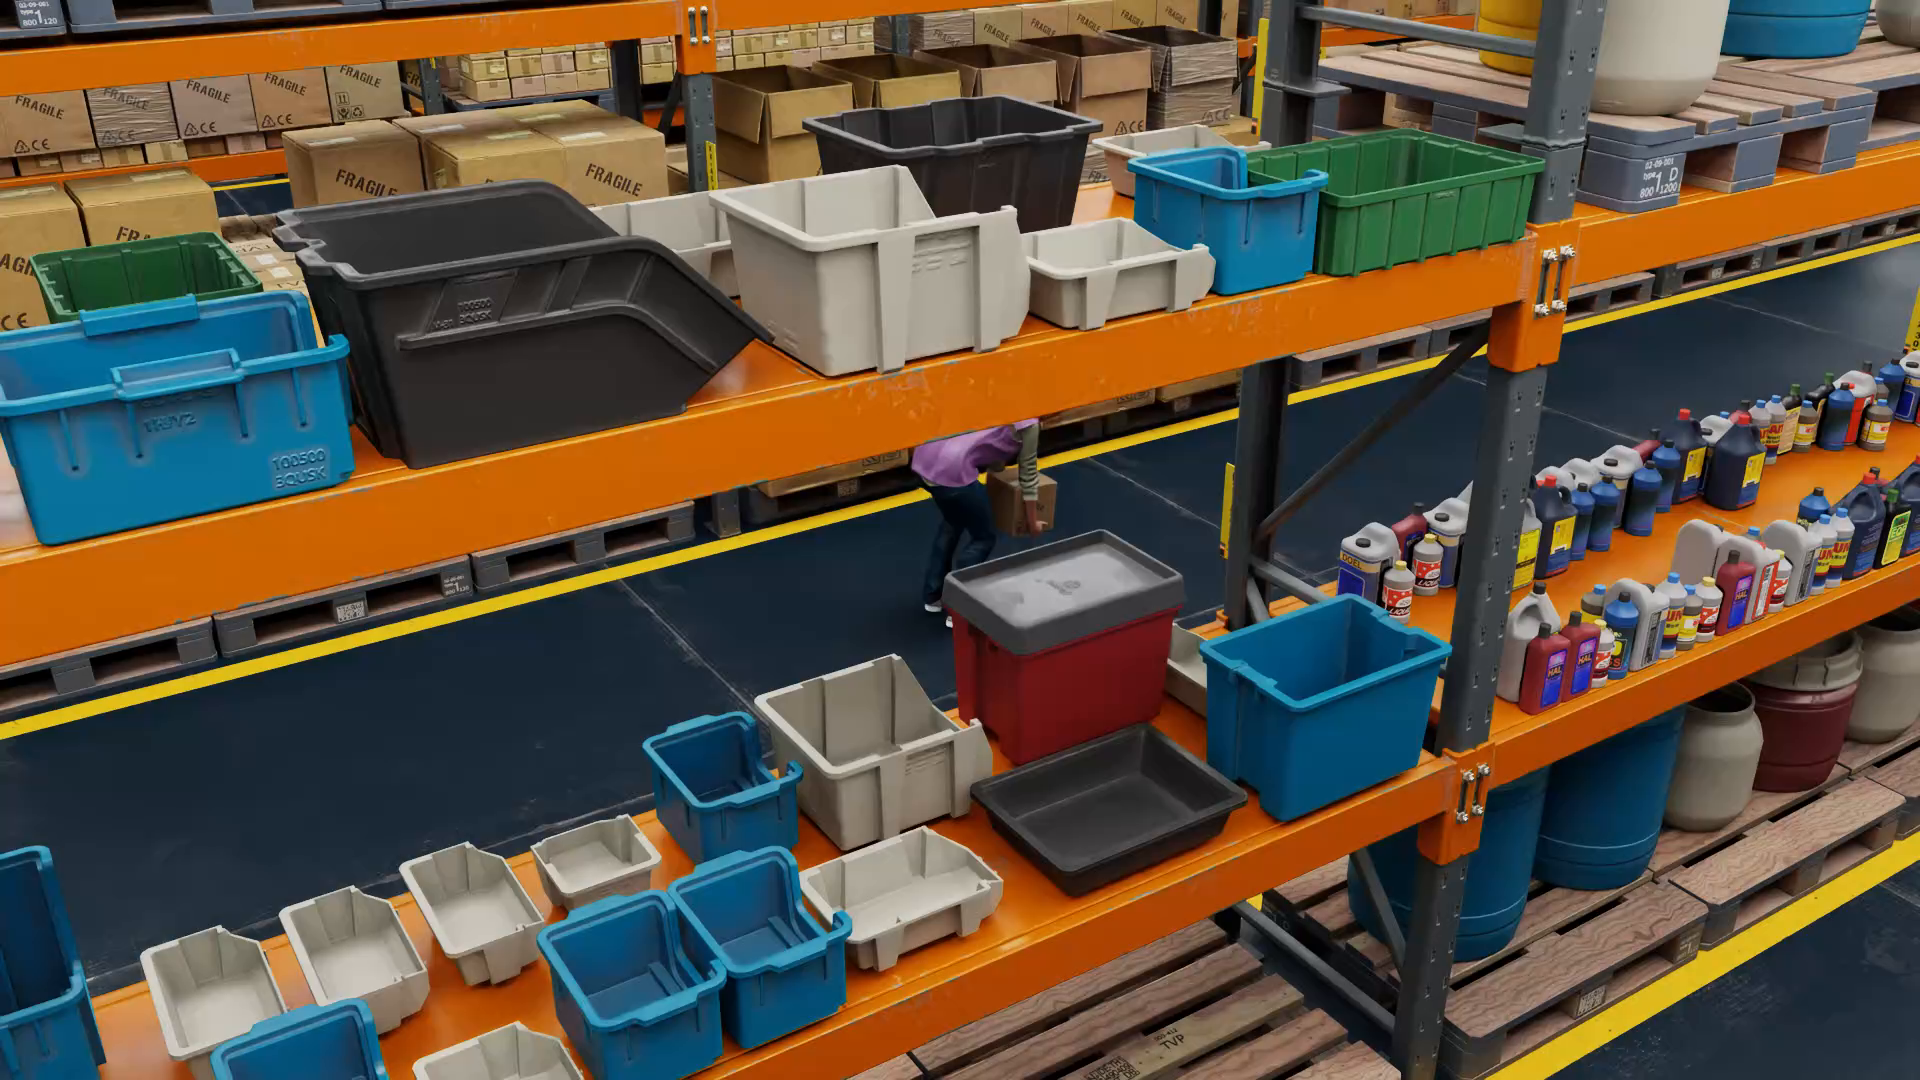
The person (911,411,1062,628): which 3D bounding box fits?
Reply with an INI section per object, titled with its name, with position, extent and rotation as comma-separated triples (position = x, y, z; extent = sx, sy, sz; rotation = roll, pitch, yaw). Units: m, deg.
[person]
position = 0.160, -0.181, 8.064
extent = 0.848, 1.116, 0.385
rotation = -17, 30, -31
